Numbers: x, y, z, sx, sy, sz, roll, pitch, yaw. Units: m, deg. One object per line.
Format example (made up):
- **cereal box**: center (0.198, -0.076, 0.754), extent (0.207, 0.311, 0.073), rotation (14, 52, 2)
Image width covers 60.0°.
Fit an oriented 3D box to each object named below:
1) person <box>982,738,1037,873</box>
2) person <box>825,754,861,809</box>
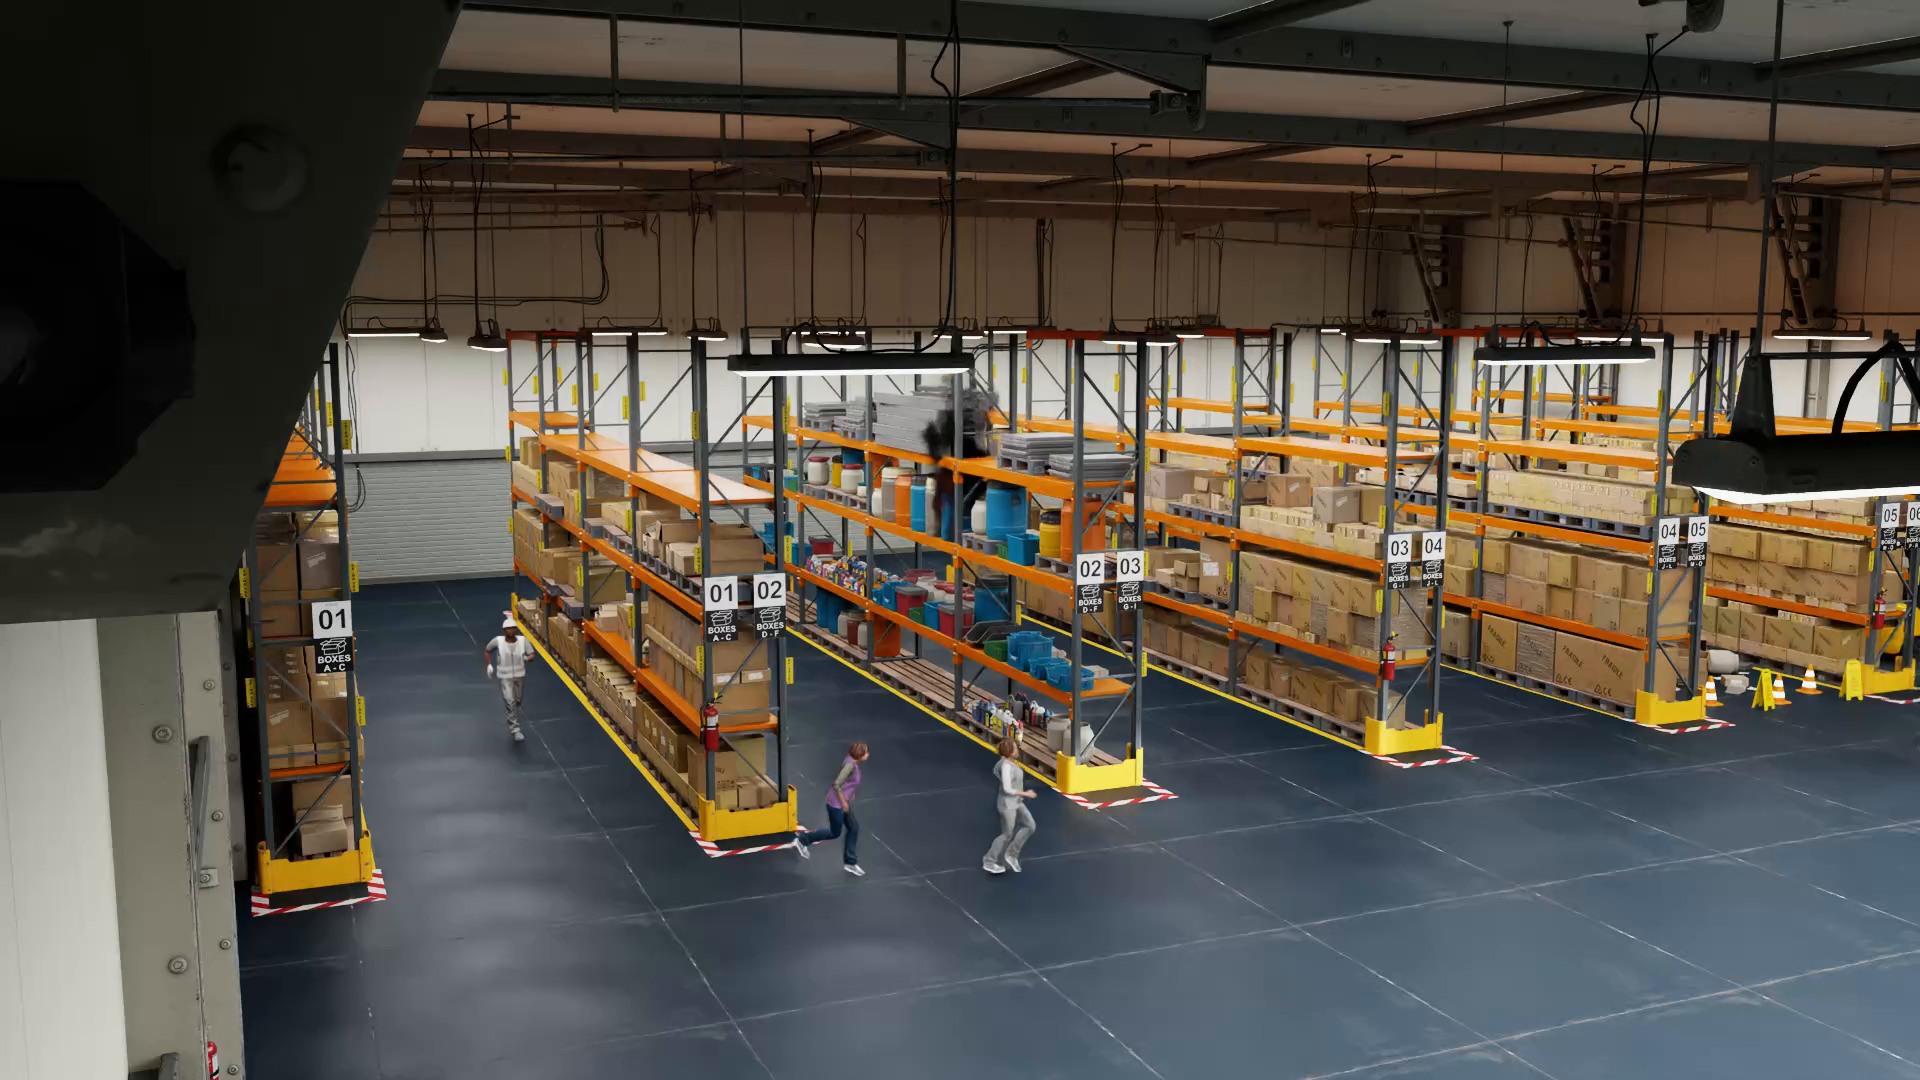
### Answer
- **person**: center (0.569, 3.005, 18.798), extent (0.629, 1.578, 0.545), rotation (1, 8, 11)
- **person**: center (-1.328, 2.738, 18.864), extent (0.414, 0.575, 0.547), rotation (0, 8, 0)
